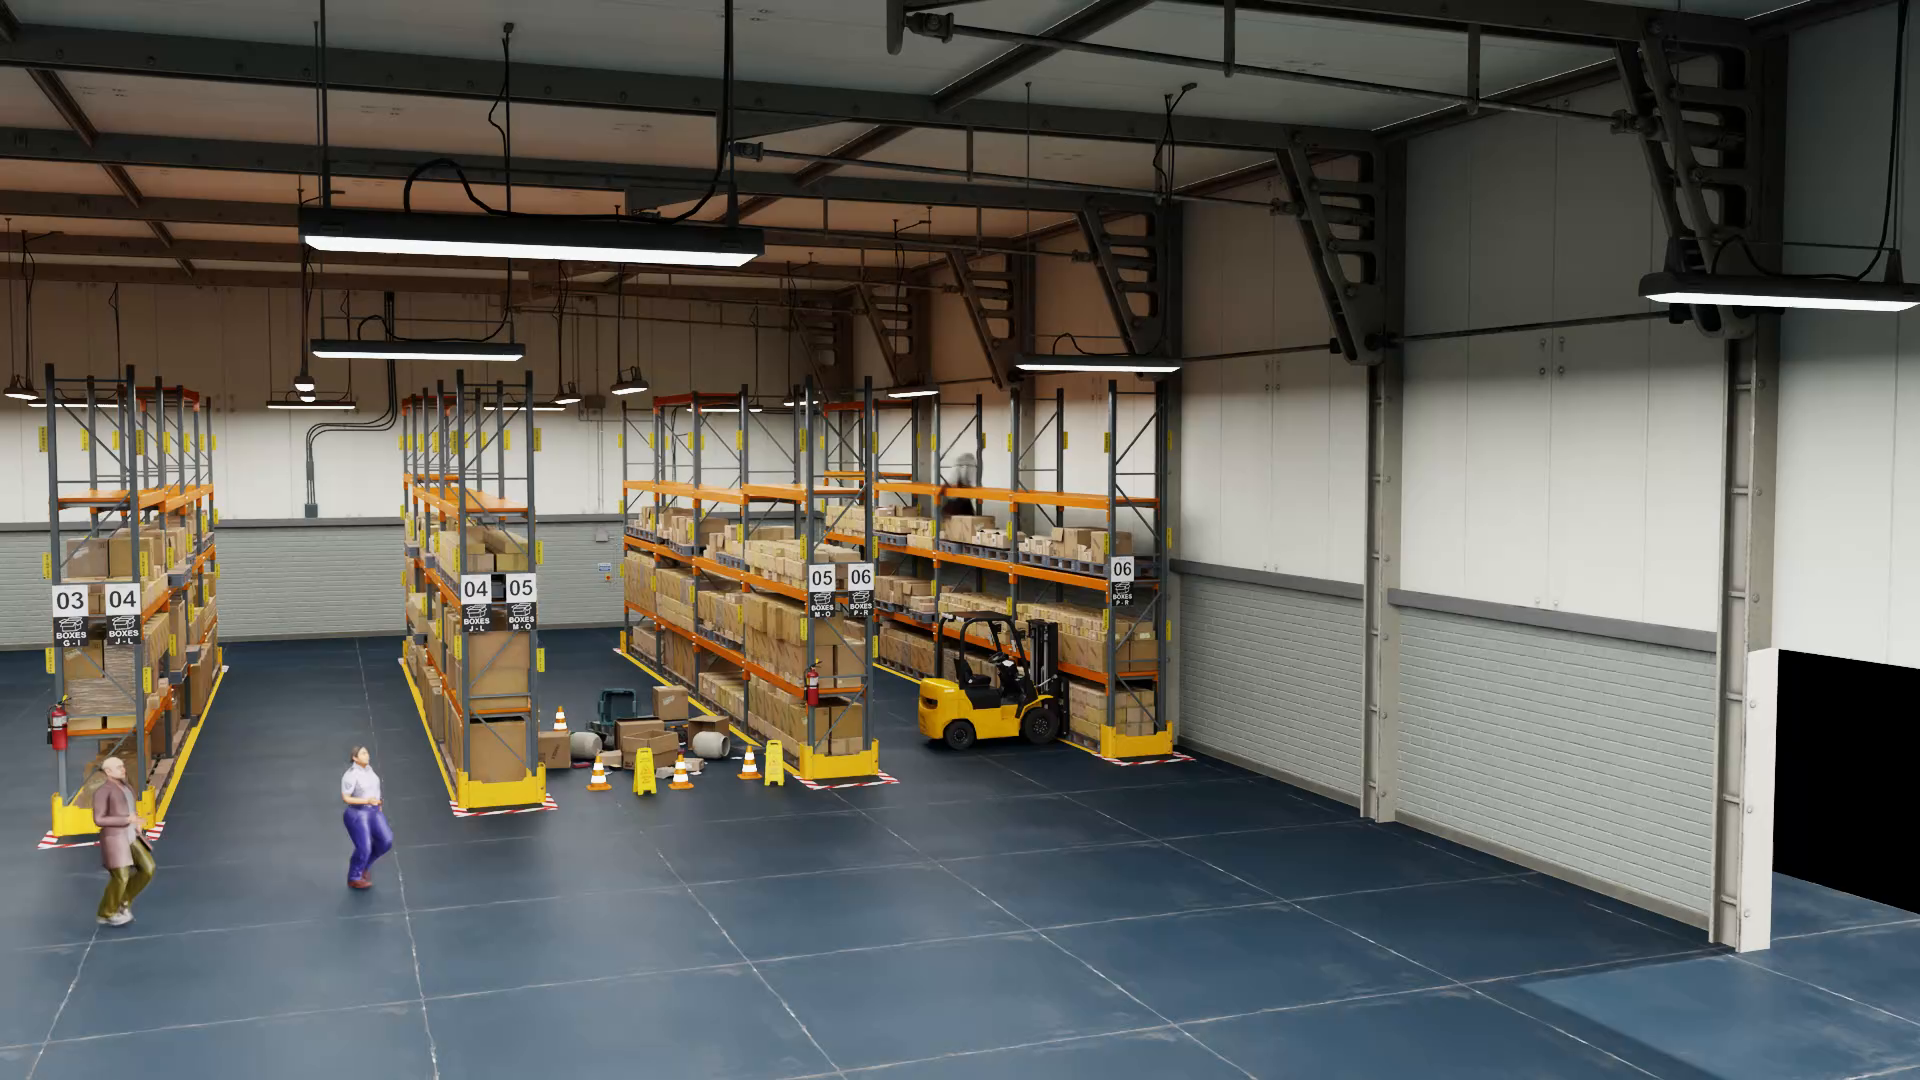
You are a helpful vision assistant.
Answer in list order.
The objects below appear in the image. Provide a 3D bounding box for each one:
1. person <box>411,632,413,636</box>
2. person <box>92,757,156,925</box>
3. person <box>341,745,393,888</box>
[{"bbox_3d":[-12.559,1.851,38.898,0.928,1.739,0.712,-2,4,-31],"label":"person"},{"bbox_3d":[-8.621,3.119,17.187,0.673,1.762,0.694,1,3,9],"label":"person"},{"bbox_3d":[-6.643,3.104,18.674,0.550,1.592,0.594,1,4,18],"label":"person"}]
